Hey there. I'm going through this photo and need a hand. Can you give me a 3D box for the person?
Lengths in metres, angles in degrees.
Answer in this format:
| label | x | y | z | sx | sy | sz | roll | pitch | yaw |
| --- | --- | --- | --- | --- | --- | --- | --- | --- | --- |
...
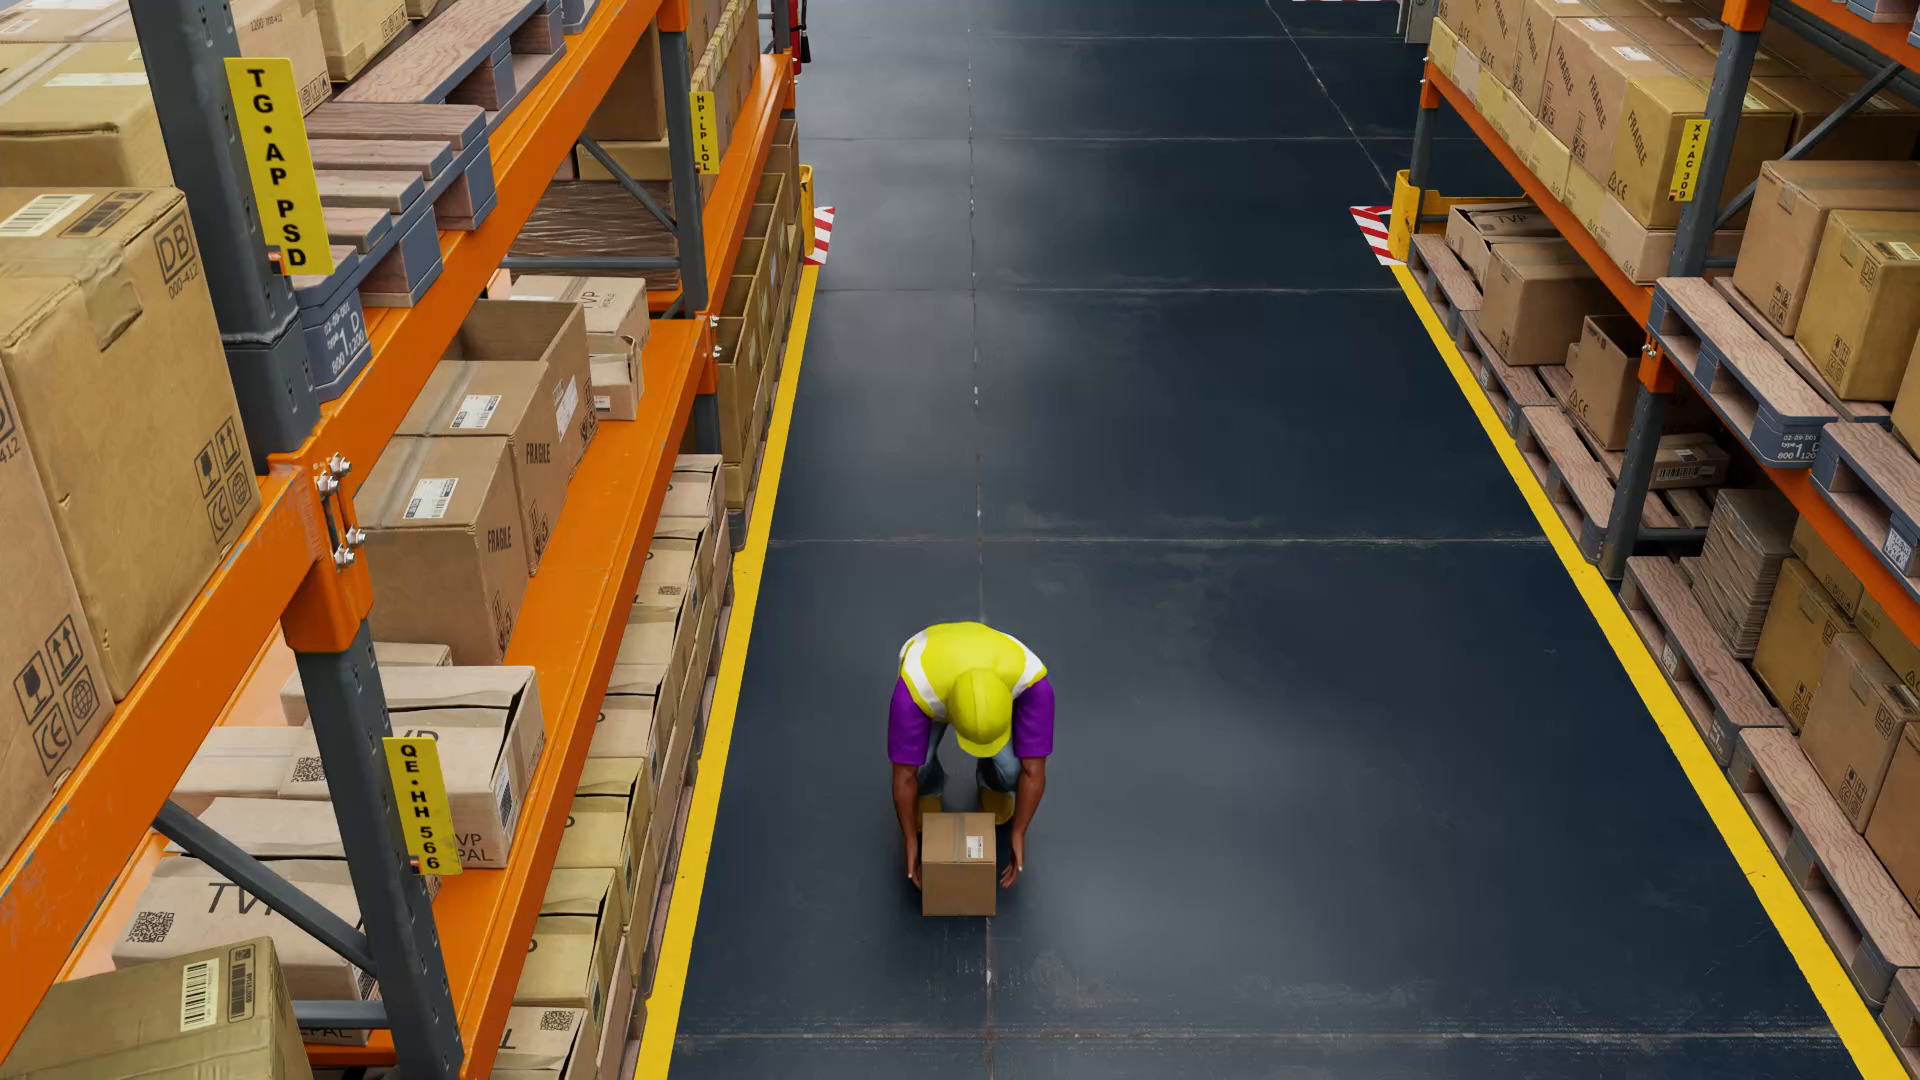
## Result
| label | x | y | z | sx | sy | sz | roll | pitch | yaw |
| --- | --- | --- | --- | --- | --- | --- | --- | --- | --- |
| person | 0.037 | 0.655 | 5.850 | 0.569 | 0.926 | 0.896 | 0 | 31 | 0 |
